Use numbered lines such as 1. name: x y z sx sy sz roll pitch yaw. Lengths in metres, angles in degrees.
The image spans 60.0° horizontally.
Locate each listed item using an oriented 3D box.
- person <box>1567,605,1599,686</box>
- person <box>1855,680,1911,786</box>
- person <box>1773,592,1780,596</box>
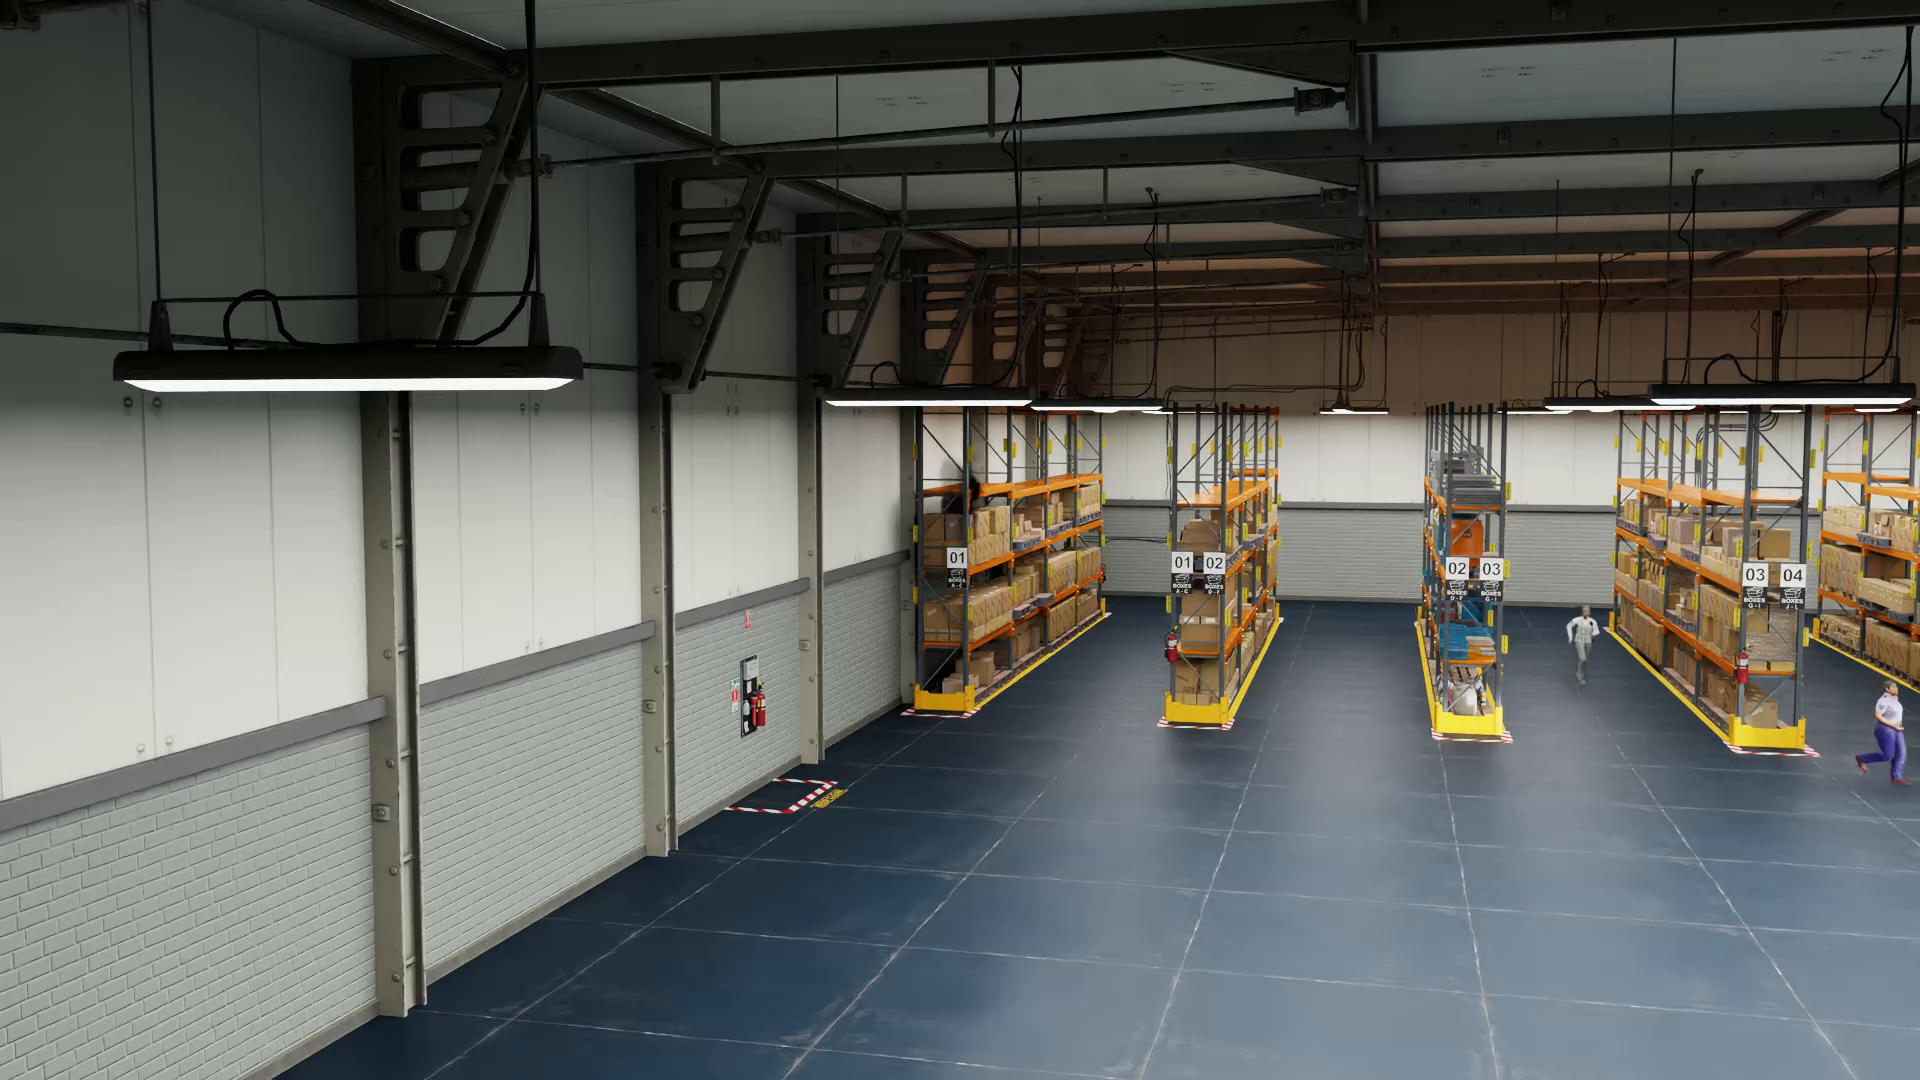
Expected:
1. person: 13.382 2.250 35.675 0.573 1.738 0.812 0 4 0
2. person: 14.497 3.001 26.048 0.597 1.635 0.787 -4 6 -41
3. person: 19.272 1.953 39.259 0.722 1.746 0.628 1 4 9
